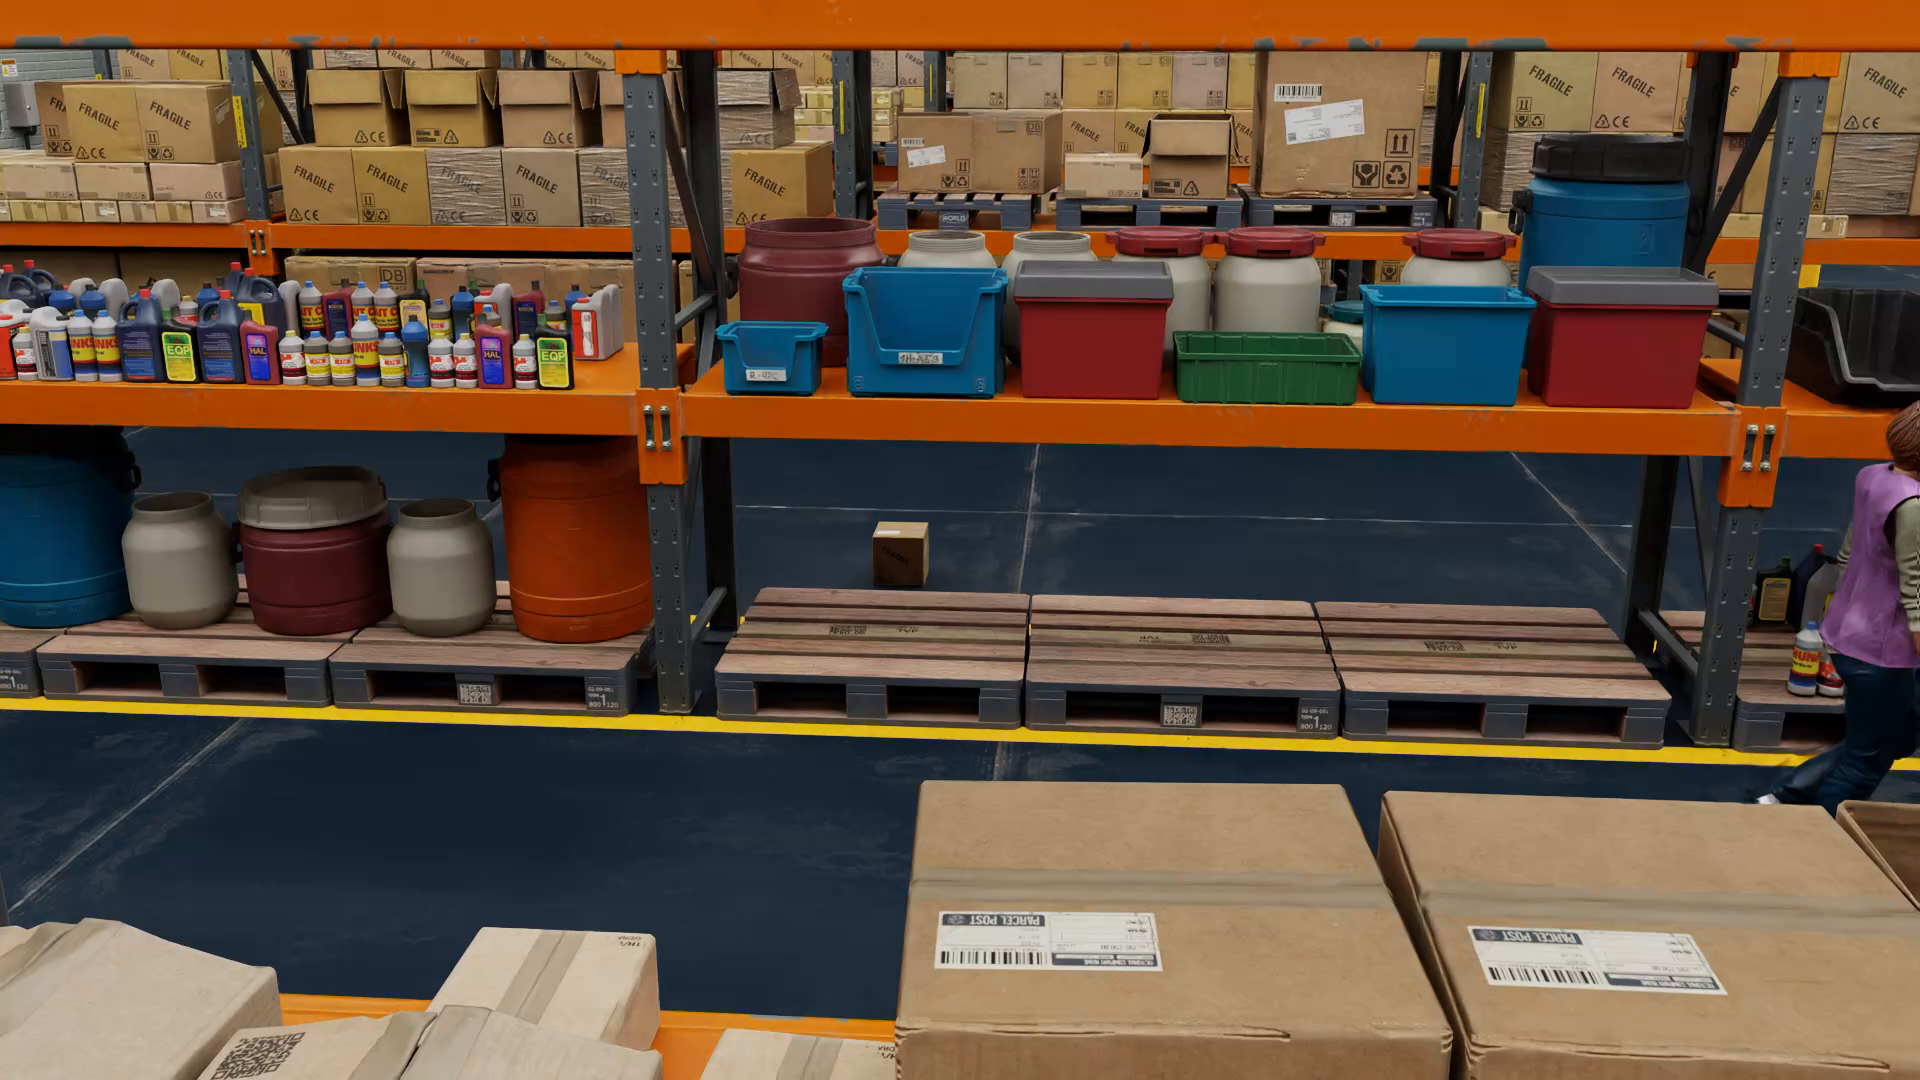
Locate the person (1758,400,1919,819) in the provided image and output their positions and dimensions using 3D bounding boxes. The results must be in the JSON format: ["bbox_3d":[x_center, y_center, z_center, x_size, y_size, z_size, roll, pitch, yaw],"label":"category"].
[{"bbox_3d":[2.741,0.340,5.017,0.443,1.583,0.459,5,18,15],"label":"person"}]
